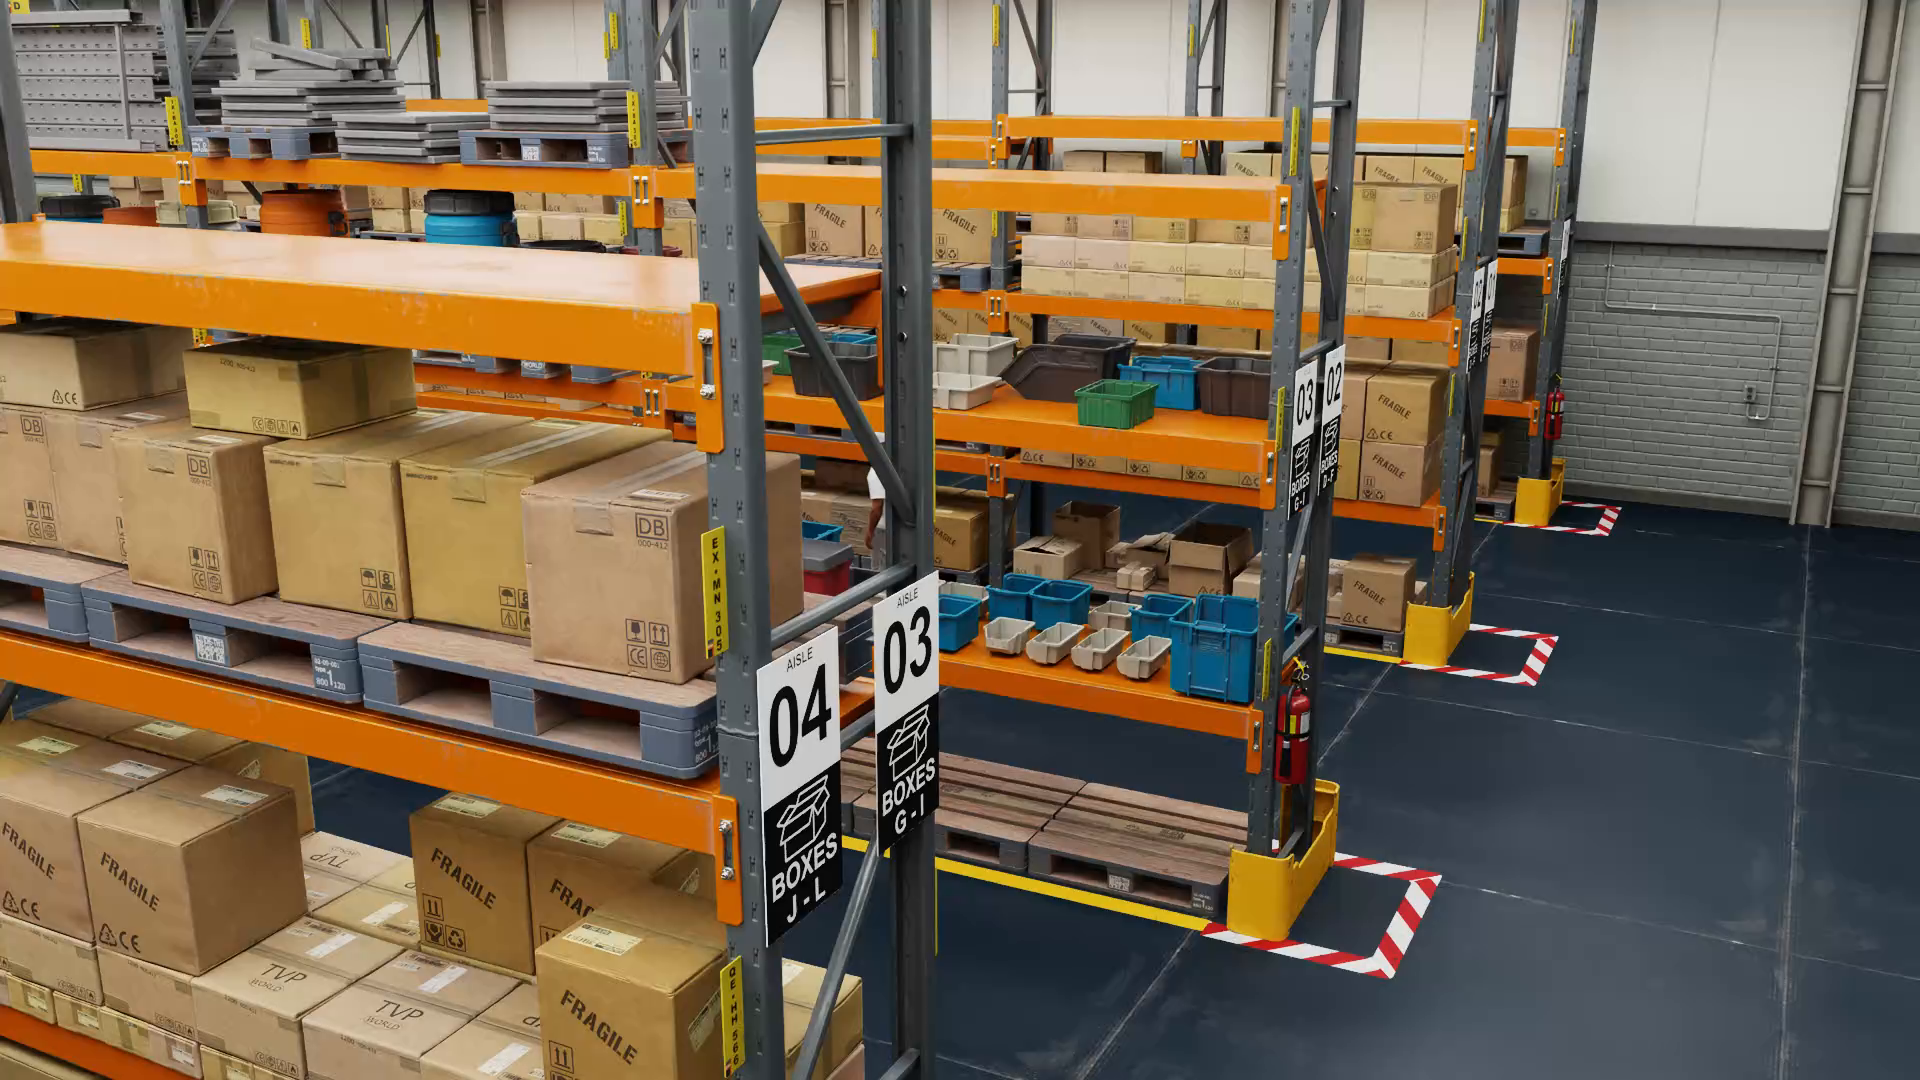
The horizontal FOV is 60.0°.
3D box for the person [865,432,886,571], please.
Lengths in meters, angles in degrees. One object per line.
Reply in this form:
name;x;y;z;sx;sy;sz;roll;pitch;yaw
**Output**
person;-0.632;-0.140;14.494;0.461;1.760;0.627;8;18;27
